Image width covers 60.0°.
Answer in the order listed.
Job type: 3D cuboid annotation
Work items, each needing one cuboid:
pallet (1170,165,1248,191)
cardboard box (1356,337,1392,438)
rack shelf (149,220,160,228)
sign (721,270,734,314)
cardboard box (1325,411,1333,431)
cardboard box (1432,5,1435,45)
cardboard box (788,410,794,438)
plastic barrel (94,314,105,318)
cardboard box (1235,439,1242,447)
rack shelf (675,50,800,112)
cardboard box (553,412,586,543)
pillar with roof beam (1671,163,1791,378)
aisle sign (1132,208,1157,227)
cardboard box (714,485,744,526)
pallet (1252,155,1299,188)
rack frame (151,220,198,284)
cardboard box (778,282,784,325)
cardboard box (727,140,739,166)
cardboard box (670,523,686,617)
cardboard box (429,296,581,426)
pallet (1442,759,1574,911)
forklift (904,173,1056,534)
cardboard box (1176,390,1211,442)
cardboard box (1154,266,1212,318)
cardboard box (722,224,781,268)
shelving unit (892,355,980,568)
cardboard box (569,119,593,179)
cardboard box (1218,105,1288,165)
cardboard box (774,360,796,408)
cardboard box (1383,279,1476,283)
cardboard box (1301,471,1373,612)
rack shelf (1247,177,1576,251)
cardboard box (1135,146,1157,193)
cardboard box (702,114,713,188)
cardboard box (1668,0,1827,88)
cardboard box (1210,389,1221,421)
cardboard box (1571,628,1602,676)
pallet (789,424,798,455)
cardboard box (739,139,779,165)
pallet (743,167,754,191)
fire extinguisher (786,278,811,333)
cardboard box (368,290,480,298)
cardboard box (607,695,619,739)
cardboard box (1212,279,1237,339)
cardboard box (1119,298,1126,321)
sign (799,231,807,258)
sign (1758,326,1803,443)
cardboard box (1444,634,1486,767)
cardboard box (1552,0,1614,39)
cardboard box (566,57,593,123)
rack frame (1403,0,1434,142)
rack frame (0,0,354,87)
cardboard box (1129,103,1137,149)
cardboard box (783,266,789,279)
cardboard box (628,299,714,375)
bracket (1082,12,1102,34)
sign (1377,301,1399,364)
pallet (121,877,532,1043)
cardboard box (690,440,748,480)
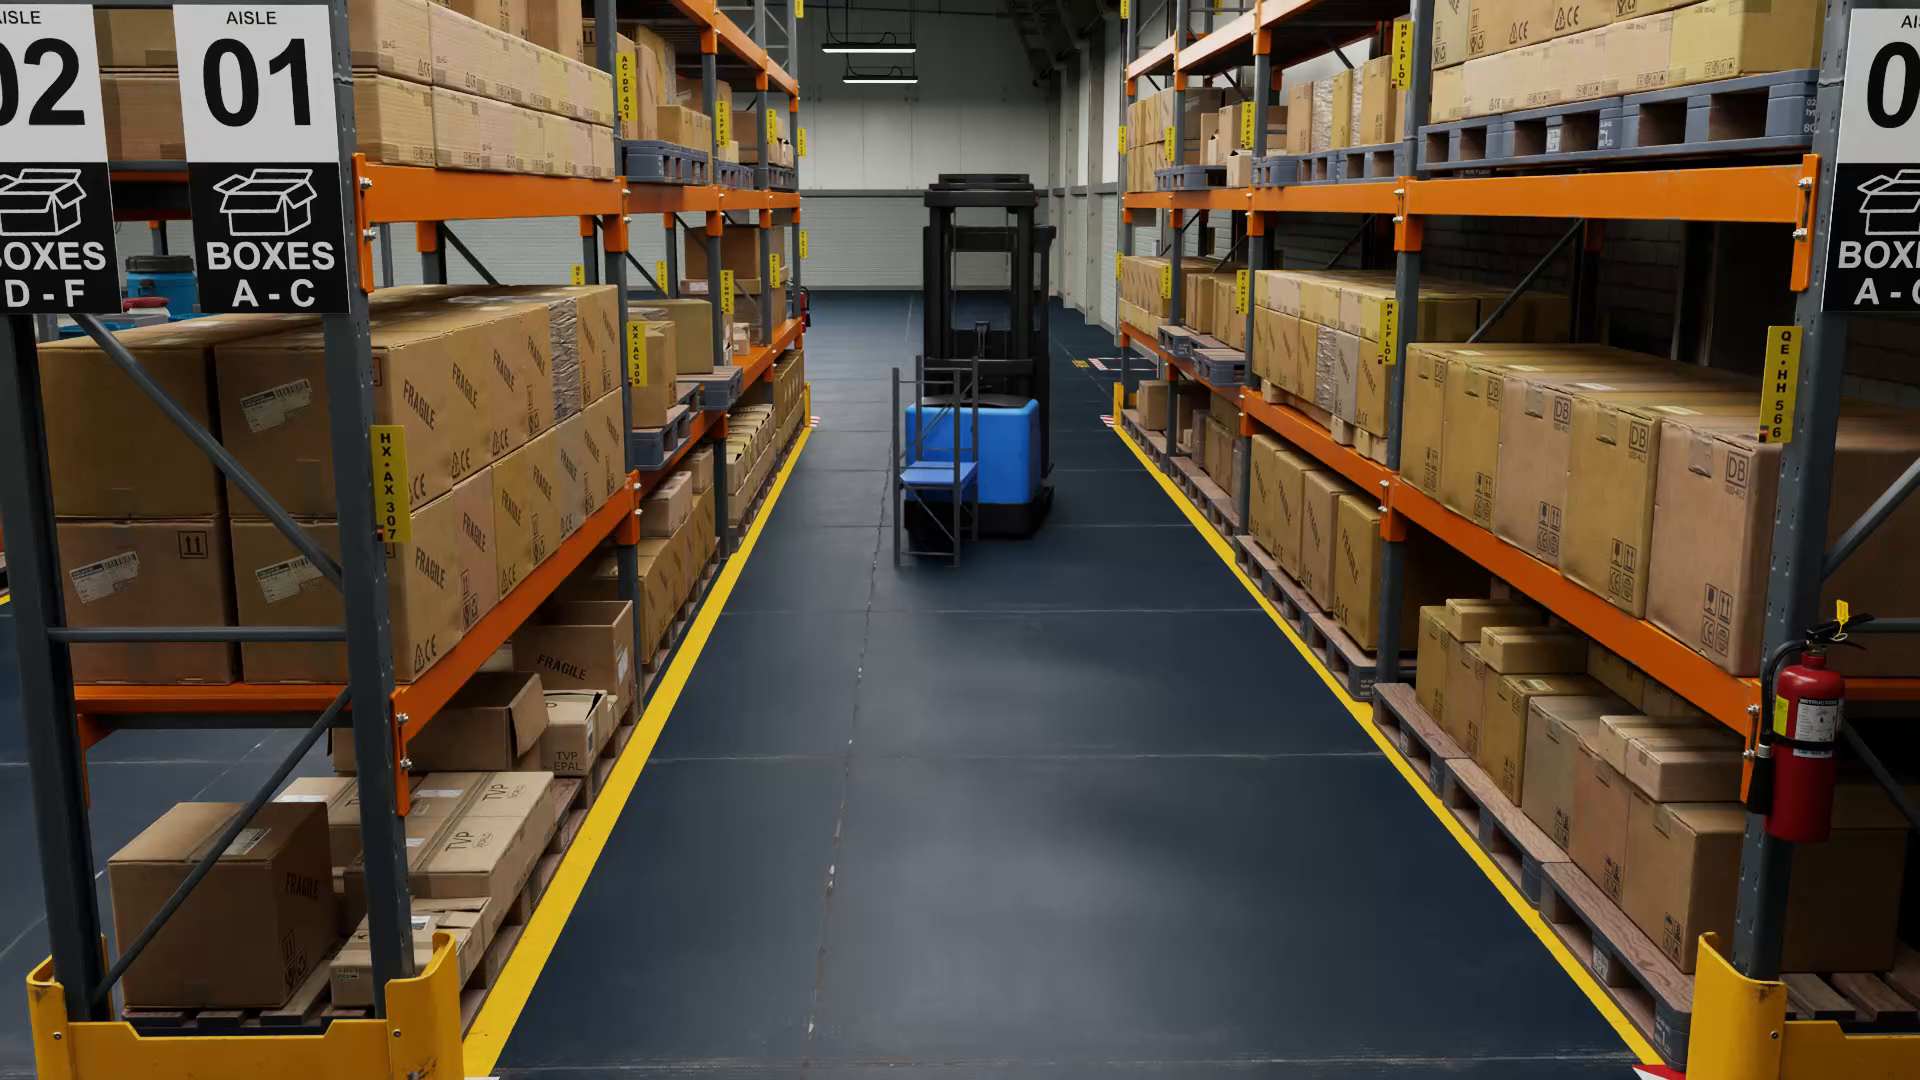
[{"bbox_3d":[2.517,-3.183,14.630,1.213,0.211,1.003,0,11,-1],"label":"pallet"},{"bbox_3d":[2.490,-0.839,9.100,0.500,0.500,0.500,0,11,-2],"label":"cardboard box"},{"bbox_3d":[-7.278,-2.813,14.146,1.077,0.370,4.000,0,11,-1],"label":"rack shelf"},{"bbox_3d":[-1.742,-1.850,12.423,0.100,0.325,0.005,0,11,-1],"label":"sign"},{"bbox_3d":[2.479,-0.749,10.288,0.380,0.149,0.250,-1,11,-3],"label":"cardboard box"},{"bbox_3d":[2.864,-2.821,9.133,0.500,0.250,0.500,1,11,3],"label":"cardboard box"},{"bbox_3d":[-2.083,-1.263,18.101,0.500,0.250,0.500,0,11,-1],"label":"cardboard box"},{"bbox_3d":[-7.494,-1.737,14.234,0.433,0.535,0.433,0,11,0],"label":"plastic barrel"},{"bbox_3d":[2.707,-0.575,14.030,0.700,0.500,0.500,0,11,-1],"label":"cardboard box"},{"bbox_3d":[-2.408,-4.902,17.903,1.077,0.370,4.000,0,11,-1],"label":"rack shelf"},{"bbox_3d":[-1.909,-0.269,7.087,0.500,0.500,0.500,0,11,0],"label":"cardboard box"},{"bbox_3d":[-0.674,-3.330,7.342,9.100,9.000,0.400,0,11,-1],"label":"pillar with roof beam"},{"bbox_3d":[2.202,-4.216,20.258,0.394,0.787,0.004,0,11,-1],"label":"aisle sign"},{"bbox_3d":[-2.001,-0.281,13.260,0.500,0.250,0.500,0,11,-1],"label":"cardboard box"},{"bbox_3d":[2.735,-2.588,11.704,1.213,0.211,1.003,0,11,1],"label":"pallet"},{"bbox_3d":[-7.319,-2.093,16.332,1.000,3.000,0.127,0,11,-1],"label":"rack frame"},{"bbox_3d":[-2.437,-2.760,19.366,0.700,0.500,0.500,0,11,0],"label":"cardboard box"},{"bbox_3d":[-2.363,-3.593,15.500,0.500,0.250,0.500,1,12,5],"label":"cardboard box"},{"bbox_3d":[-1.993,0.184,10.286,0.500,0.500,0.500,0,11,0],"label":"cardboard box"},{"bbox_3d":[-1.908,-0.760,6.995,0.500,0.500,0.500,0,11,-1],"label":"cardboard box"},{"bbox_3d":[2.717,1.218,7.026,1.003,0.211,1.213,0,11,-1],"label":"pallet"},{"bbox_3d":[0.261,-1.732,14.726,1.130,2.935,3.031,2,12,8],"label":"forklift"},{"bbox_3d":[2.525,-1.331,17.754,0.500,0.500,0.500,-1,12,-5],"label":"cardboard box"},{"bbox_3d":[2.267,-2.530,16.928,0.500,0.500,0.500,0,11,-1],"label":"cardboard box"},{"bbox_3d":[-2.435,-3.385,19.184,0.700,0.500,0.500,-1,11,-3],"label":"cardboard box"},{"bbox_3d":[-0.177,-0.631,12.896,0.538,1.500,1.048,2,12,8],"label":"shelving unit"},{"bbox_3d":[-1.926,-1.724,7.346,0.500,0.250,0.500,0,11,-1],"label":"cardboard box"},{"bbox_3d":[2.543,-3.505,14.437,0.500,0.500,0.500,-1,11,-3],"label":"cardboard box"},{"bbox_3d":[-2.096,-1.730,18.516,0.500,0.500,0.500,0,11,-1],"label":"cardboard box"},{"bbox_3d":[2.963,-1.516,10.549,0.500,0.250,0.500,-1,11,-2],"label":"cardboard box"},{"bbox_3d":[2.587,-0.001,10.371,0.750,0.750,0.750,0,11,1],"label":"cardboard box"},{"bbox_3d":[2.710,-2.059,10.427,1.077,0.370,4.000,0,11,-1],"label":"rack shelf"},{"bbox_3d":[2.250,-4.180,18.774,0.500,0.500,0.500,0,11,1],"label":"cardboard box"},{"bbox_3d":[-2.241,-2.750,11.775,0.910,0.500,0.500,0,11,-1],"label":"cardboard box"},{"bbox_3d":[2.553,-1.544,5.152,0.500,0.250,0.500,0,11,1],"label":"cardboard box"},{"bbox_3d":[2.630,-1.258,15.511,0.500,0.250,0.500,0,11,-2],"label":"cardboard box"},{"bbox_3d":[2.883,0.485,7.226,0.380,0.149,0.250,0,11,-1],"label":"cardboard box"},{"bbox_3d":[-2.369,-1.148,18.684,1.003,0.211,1.213,0,11,-1],"label":"pallet"},{"bbox_3d":[-2.125,-4.022,17.112,0.500,0.311,0.500,-1,12,-4],"label":"cardboard box"},{"bbox_3d":[-2.335,-3.314,15.286,0.805,0.209,1.217,-1,11,-3],"label":"pallet"},{"bbox_3d":[-1.987,-2.895,20.481,0.296,0.674,0.183,0,11,-1],"label":"fire extinguisher"},{"bbox_3d":[-2.462,-0.864,7.508,0.500,0.500,0.500,-1,11,-3],"label":"cardboard box"},{"bbox_3d":[-1.838,0.845,7.911,0.380,0.149,0.250,0,11,-1],"label":"cardboard box"},{"bbox_3d":[2.612,-2.055,14.788,0.700,0.500,0.500,1,12,7],"label":"cardboard box"},{"bbox_3d":[2.196,-2.767,19.980,0.500,0.250,0.500,-1,11,-3],"label":"cardboard box"},{"bbox_3d":[-1.906,-3.591,20.207,0.100,0.325,0.005,0,11,-1],"label":"sign"},{"bbox_3d":[2.291,-0.433,4.639,0.100,0.325,0.005,0,11,-1],"label":"sign"},{"bbox_3d":[2.671,0.725,7.674,0.700,0.500,0.500,0,11,-2],"label":"cardboard box"},{"bbox_3d":[2.527,-2.115,6.079,0.500,0.500,0.500,-1,11,-4],"label":"cardboard box"},{"bbox_3d":[-1.913,-1.969,7.296,0.500,0.250,0.500,0,11,-1],"label":"cardboard box"},{"bbox_3d":[2.751,-3.484,8.098,1.000,3.000,0.127,0,11,-1],"label":"rack frame"},{"bbox_3d":[-2.119,-2.667,4.074,1.000,3.000,0.127,0,11,-1],"label":"rack frame"},{"bbox_3d":[2.228,-4.770,19.168,0.500,0.500,0.500,0,11,-2],"label":"cardboard box"},{"bbox_3d":[-2.251,-3.200,19.903,0.380,0.149,0.250,0,11,-2],"label":"cardboard box"},{"bbox_3d":[-2.158,-1.448,11.843,0.700,0.500,0.500,-4,12,-20],"label":"cardboard box"},{"bbox_3d":[2.718,-10.480,33.528,0.076,0.066,4.783,0,11,-1],"label":"bracket"},{"bbox_3d":[2.209,-1.068,8.566,0.100,0.325,0.005,0,11,-1],"label":"sign"},{"bbox_3d":[-2.138,1.466,5.804,1.003,0.211,1.213,0,11,-1],"label":"pallet"},{"bbox_3d":[-2.020,-0.660,13.719,0.500,0.311,0.500,-1,11,-3],"label":"cardboard box"}]
